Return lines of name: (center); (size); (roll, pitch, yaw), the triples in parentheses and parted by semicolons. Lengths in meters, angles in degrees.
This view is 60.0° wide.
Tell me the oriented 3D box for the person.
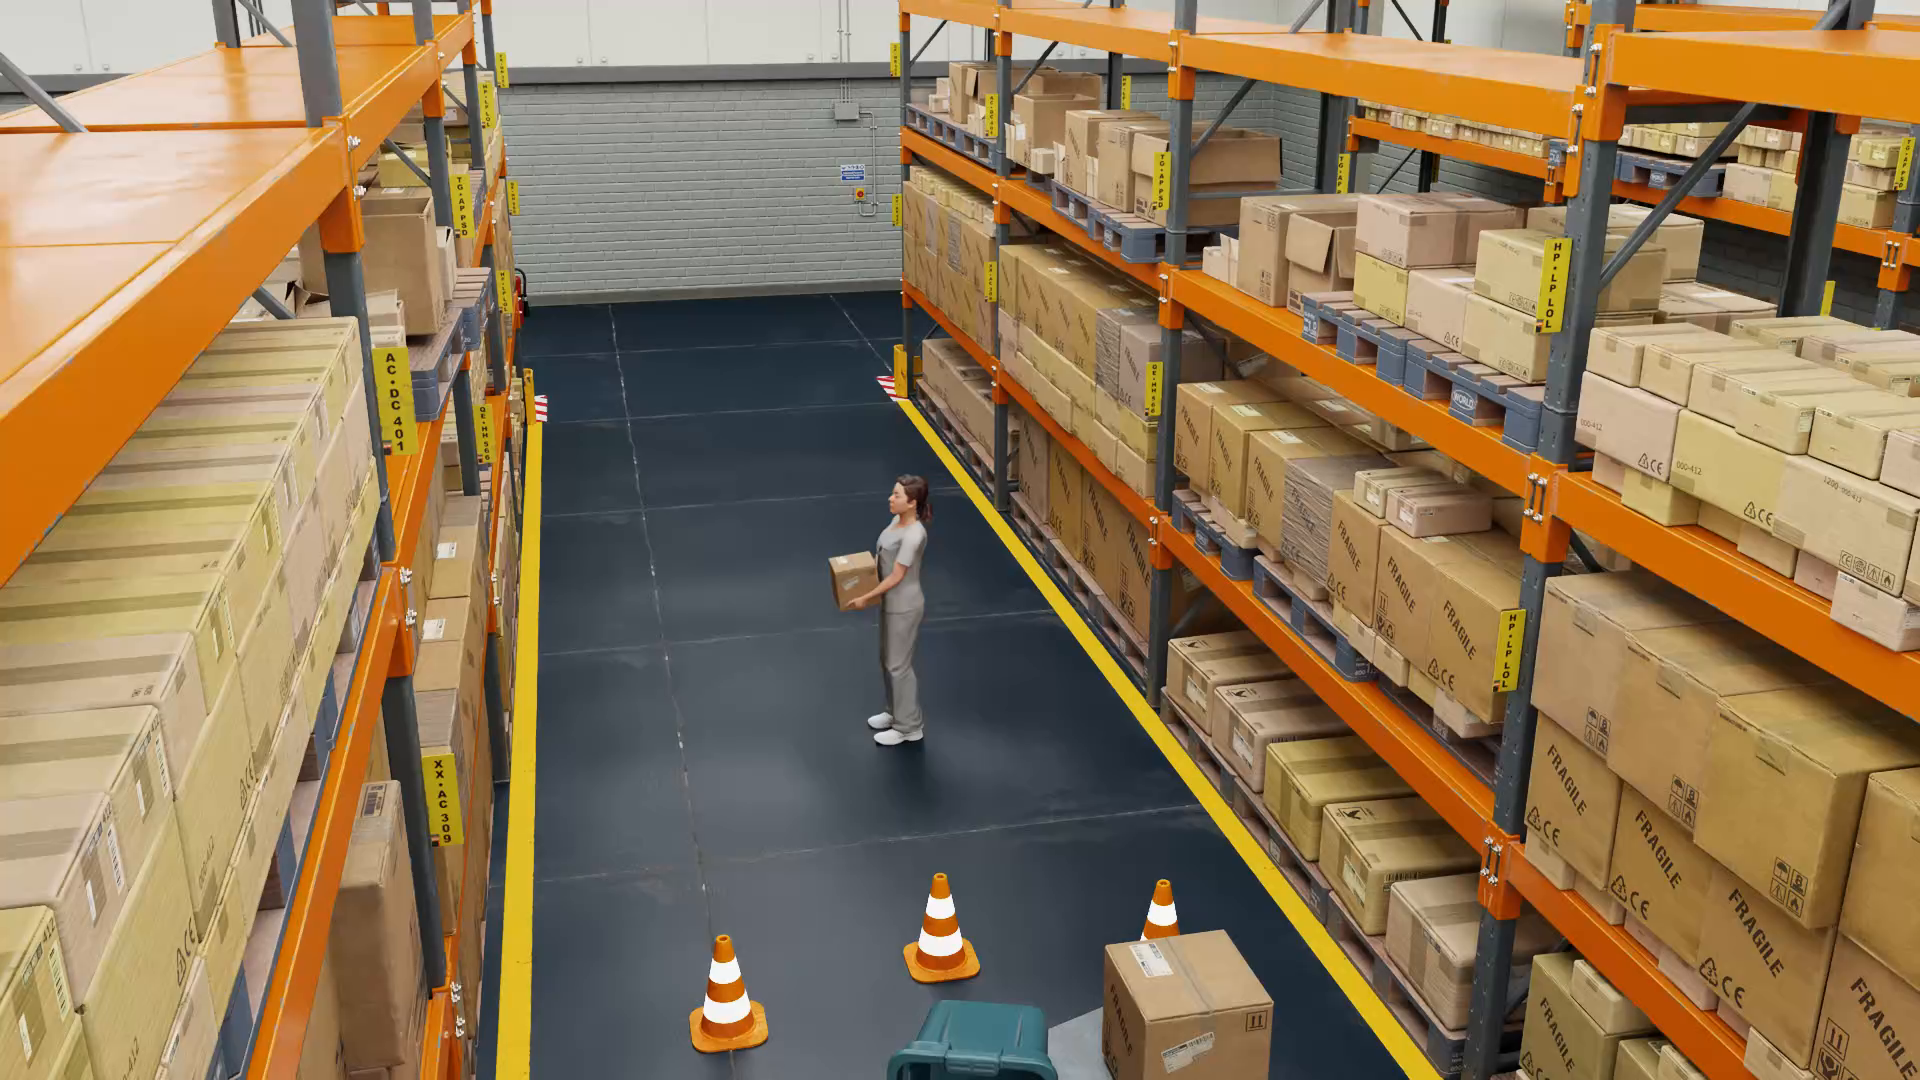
person: (-0.425, 0.408, 9.950); (0.560, 1.662, 0.438); (-4, 20, -12)
